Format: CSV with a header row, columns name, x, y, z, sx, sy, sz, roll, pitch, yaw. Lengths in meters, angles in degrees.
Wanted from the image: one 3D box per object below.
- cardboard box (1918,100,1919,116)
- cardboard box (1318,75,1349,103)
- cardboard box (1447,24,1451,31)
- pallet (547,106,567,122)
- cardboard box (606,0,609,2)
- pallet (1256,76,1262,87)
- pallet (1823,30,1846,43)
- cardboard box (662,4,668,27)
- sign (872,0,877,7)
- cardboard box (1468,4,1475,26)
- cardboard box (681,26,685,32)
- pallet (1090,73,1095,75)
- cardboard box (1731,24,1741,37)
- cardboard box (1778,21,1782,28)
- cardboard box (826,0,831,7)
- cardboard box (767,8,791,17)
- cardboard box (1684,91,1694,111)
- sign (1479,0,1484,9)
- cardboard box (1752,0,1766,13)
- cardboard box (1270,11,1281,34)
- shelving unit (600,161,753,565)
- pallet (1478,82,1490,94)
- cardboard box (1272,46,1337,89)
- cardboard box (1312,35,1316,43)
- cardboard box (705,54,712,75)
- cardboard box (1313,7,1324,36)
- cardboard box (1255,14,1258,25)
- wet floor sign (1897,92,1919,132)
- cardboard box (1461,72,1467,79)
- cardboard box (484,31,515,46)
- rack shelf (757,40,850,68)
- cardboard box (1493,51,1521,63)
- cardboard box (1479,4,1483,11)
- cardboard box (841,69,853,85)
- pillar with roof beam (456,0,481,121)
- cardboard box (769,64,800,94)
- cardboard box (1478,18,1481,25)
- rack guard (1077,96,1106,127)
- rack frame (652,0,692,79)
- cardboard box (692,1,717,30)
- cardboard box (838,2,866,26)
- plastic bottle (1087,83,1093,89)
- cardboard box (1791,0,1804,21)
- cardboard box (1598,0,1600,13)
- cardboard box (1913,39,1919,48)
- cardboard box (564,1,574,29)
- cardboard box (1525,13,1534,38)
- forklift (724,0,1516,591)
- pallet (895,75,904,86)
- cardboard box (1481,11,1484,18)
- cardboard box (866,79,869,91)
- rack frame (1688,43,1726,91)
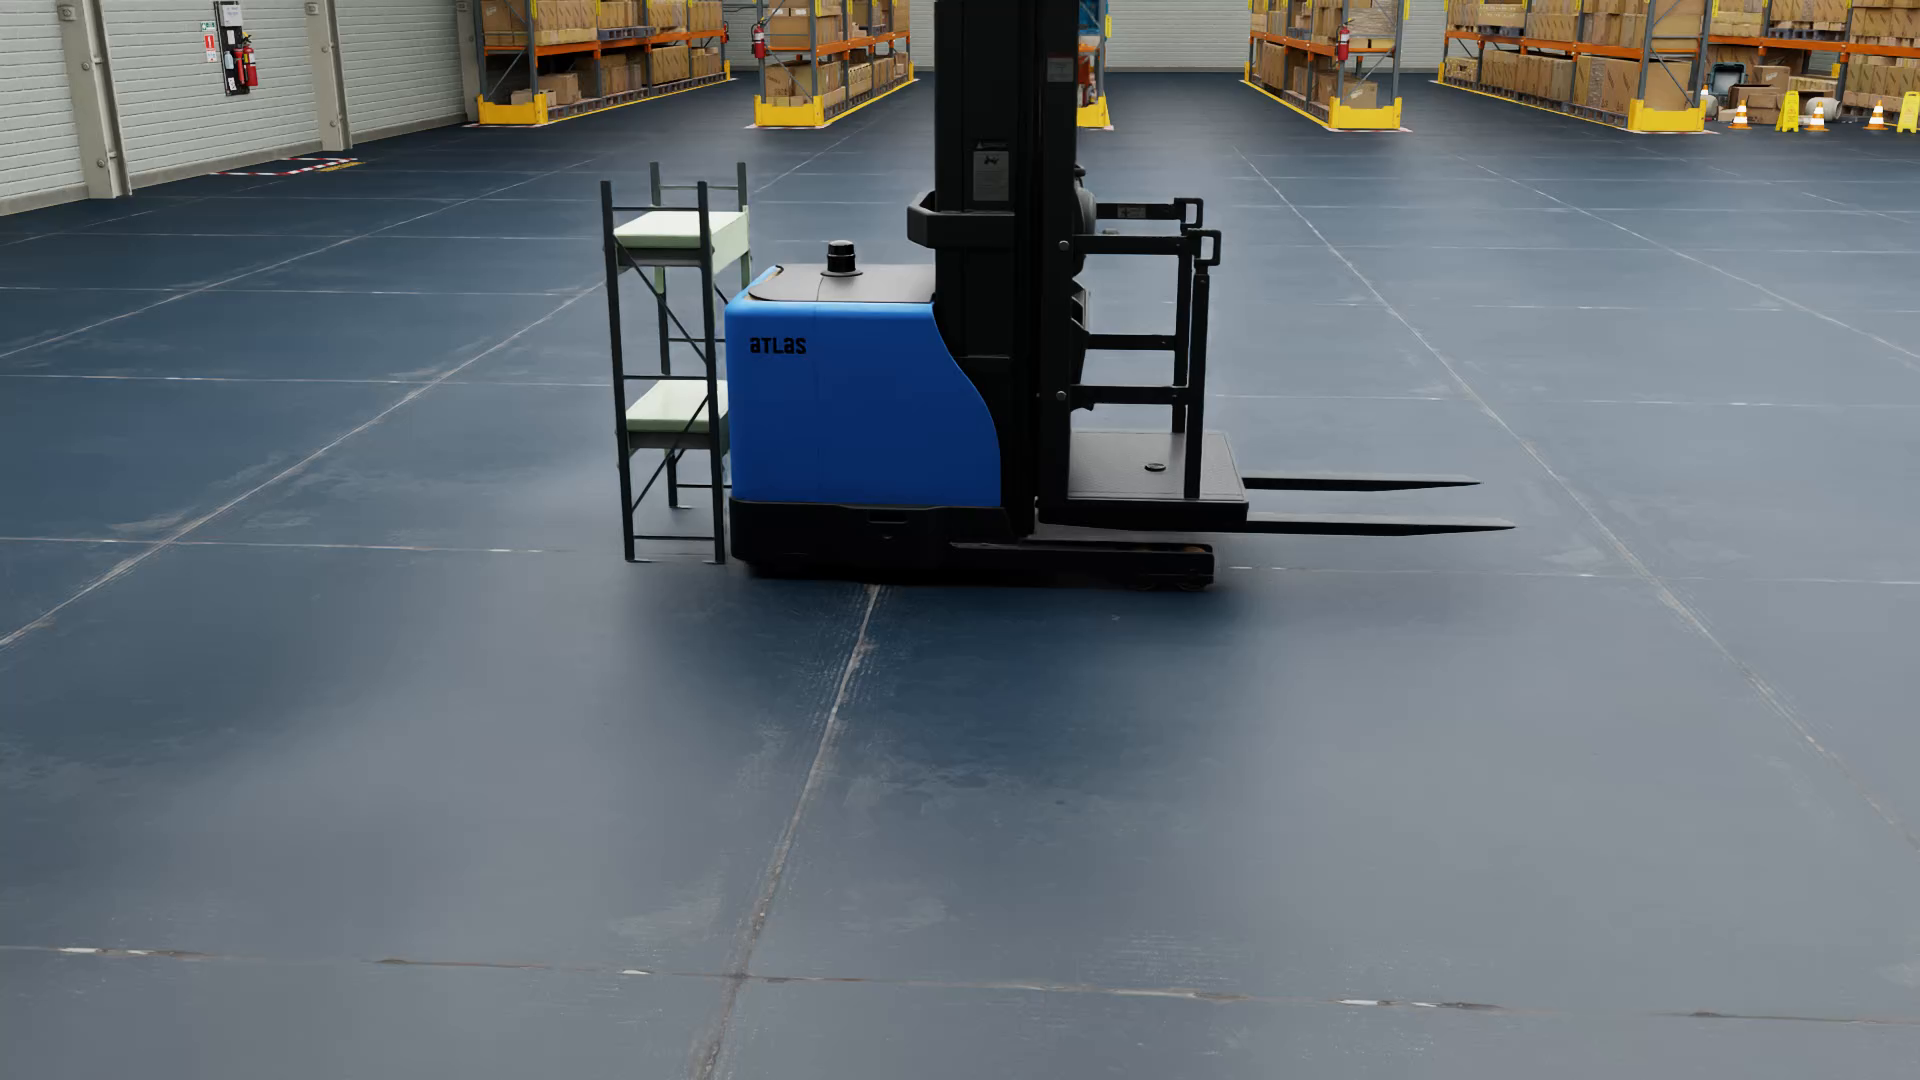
name,x,y,z,sx,sy,sz,roll,pitch,yaw
cardboard box,16.581,-7.397,28.423,0.500,0.250,0.500,1,18,4
cardboard box,7.123,-8.592,31.667,0.500,0.500,0.500,1,18,2
cardboard box,12.642,-13.076,42.414,0.380,0.149,0.250,1,18,3
pallet,-7.818,-7.743,30.214,1.003,0.211,1.213,1,18,4
cardboard box,-7.570,-11.979,36.789,0.500,0.250,0.500,2,18,5
pallet,7.982,-11.477,41.611,1.003,0.211,1.213,1,18,4
pallet,17.276,-9.625,31.788,1.003,0.211,1.213,1,18,4
cardboard box,-6.970,-11.938,37.867,0.500,0.500,0.500,1,18,4
sign,-1.848,-11.707,35.974,0.100,0.325,0.005,1,18,4
cardboard box,12.496,-12.553,39.776,0.500,0.500,0.500,1,18,2
cardboard box,-6.793,-12.220,39.770,0.380,0.149,0.250,2,18,5
pallet,3.014,-11.961,43.086,1.003,0.211,1.213,1,18,4
cardboard box,17.213,-11.131,36.317,0.500,0.250,0.500,1,18,3
cardboard box,17.100,-10.621,34.248,0.380,0.149,0.250,0,18,1
cardboard box,-2.786,-10.139,30.805,0.700,0.500,0.500,1,18,4
cardboard box,-3.138,-9.162,28.865,0.380,0.149,0.250,1,18,3
cardboard box,13.044,-7.870,30.133,0.500,0.500,0.500,4,19,13
sign,12.163,-12.467,38.763,0.100,0.325,0.005,1,18,4
cardboard box,17.139,-11.414,35.172,0.500,0.500,0.500,1,18,2
cardboard box,7.448,-11.942,38.391,0.500,0.500,0.500,1,18,4
shelving unit,-1.111,-0.737,6.762,0.431,1.500,0.755,1,18,4
pallet,12.651,-10.479,38.564,1.003,0.211,1.213,1,18,4
cardboard box,7.549,-10.349,36.429,1.225,0.875,0.875,0,18,1
cardboard box,6.845,-9.447,31.339,0.380,0.149,0.250,1,18,4
cardboard box,-6.792,-12.243,42.808,0.700,0.500,0.500,1,18,2
cardboard box,7.027,-9.599,30.763,0.875,0.500,0.500,1,18,4
cardboard box,7.678,-13.040,41.665,0.500,0.250,0.500,1,18,2
wet floor sign,15.708,-7.086,27.512,0.267,0.644,0.232,8,20,23
cardboard box,12.467,-11.342,40.623,0.380,0.149,0.250,1,18,4
cardboard box,-8.077,-8.881,29.417,0.500,0.250,0.500,2,18,5
rack shelf,-2.832,-8.963,30.614,1.077,0.370,4.000,1,18,4
cardboard box,12.312,-10.867,37.405,0.500,0.250,0.500,2,18,6
cardboard box,12.218,-12.297,38.407,0.380,0.149,0.250,2,18,7
cardboard box,-2.411,-9.208,33.048,0.500,0.311,0.500,1,18,4
pillar with roof beam,-4.436,-11.784,28.435,9.100,9.000,0.400,1,18,4
cardboard box,-3.177,-8.417,30.330,0.500,0.500,0.500,1,18,4
cardboard box,12.218,-12.014,38.500,0.380,0.149,0.250,0,18,1
rack guard,1.923,-7.408,28.730,1.175,0.500,0.348,1,18,4
rack frame,-7.057,-12.520,40.314,1.000,3.000,0.127,1,18,4
cardboard box,-6.838,-13.520,42.884,0.980,0.700,0.700,1,18,3
cardboard box,-2.470,-11.613,36.713,0.700,0.500,0.500,-5,19,-15
plastic bottle,2.479,-8.498,31.589,0.144,0.351,0.185,0,18,1
cardboard box,17.038,-10.651,33.299,0.500,0.500,0.500,2,18,5
cardboard box,12.147,-9.859,30.217,0.875,0.550,0.550,1,18,4
cardboard box,16.538,-8.482,28.396,0.380,0.149,0.250,2,18,5
cardboard box,-7.469,-9.703,30.723,0.500,0.500,0.500,2,18,6
cardboard box,12.117,-10.718,34.654,0.500,0.500,0.500,1,18,5
forklift,0.644,-1.371,6.399,3.031,2.935,1.130,1,18,4
pallet,-1.980,-11.678,42.225,1.003,0.211,1.213,1,18,4
cardboard box,12.201,-12.075,38.208,0.380,0.149,0.250,1,18,3
cardboard box,-2.230,-9.732,35.548,0.500,0.250,0.500,1,18,3
rack frame,17.650,-11.967,38.627,1.000,3.000,0.127,1,18,4
